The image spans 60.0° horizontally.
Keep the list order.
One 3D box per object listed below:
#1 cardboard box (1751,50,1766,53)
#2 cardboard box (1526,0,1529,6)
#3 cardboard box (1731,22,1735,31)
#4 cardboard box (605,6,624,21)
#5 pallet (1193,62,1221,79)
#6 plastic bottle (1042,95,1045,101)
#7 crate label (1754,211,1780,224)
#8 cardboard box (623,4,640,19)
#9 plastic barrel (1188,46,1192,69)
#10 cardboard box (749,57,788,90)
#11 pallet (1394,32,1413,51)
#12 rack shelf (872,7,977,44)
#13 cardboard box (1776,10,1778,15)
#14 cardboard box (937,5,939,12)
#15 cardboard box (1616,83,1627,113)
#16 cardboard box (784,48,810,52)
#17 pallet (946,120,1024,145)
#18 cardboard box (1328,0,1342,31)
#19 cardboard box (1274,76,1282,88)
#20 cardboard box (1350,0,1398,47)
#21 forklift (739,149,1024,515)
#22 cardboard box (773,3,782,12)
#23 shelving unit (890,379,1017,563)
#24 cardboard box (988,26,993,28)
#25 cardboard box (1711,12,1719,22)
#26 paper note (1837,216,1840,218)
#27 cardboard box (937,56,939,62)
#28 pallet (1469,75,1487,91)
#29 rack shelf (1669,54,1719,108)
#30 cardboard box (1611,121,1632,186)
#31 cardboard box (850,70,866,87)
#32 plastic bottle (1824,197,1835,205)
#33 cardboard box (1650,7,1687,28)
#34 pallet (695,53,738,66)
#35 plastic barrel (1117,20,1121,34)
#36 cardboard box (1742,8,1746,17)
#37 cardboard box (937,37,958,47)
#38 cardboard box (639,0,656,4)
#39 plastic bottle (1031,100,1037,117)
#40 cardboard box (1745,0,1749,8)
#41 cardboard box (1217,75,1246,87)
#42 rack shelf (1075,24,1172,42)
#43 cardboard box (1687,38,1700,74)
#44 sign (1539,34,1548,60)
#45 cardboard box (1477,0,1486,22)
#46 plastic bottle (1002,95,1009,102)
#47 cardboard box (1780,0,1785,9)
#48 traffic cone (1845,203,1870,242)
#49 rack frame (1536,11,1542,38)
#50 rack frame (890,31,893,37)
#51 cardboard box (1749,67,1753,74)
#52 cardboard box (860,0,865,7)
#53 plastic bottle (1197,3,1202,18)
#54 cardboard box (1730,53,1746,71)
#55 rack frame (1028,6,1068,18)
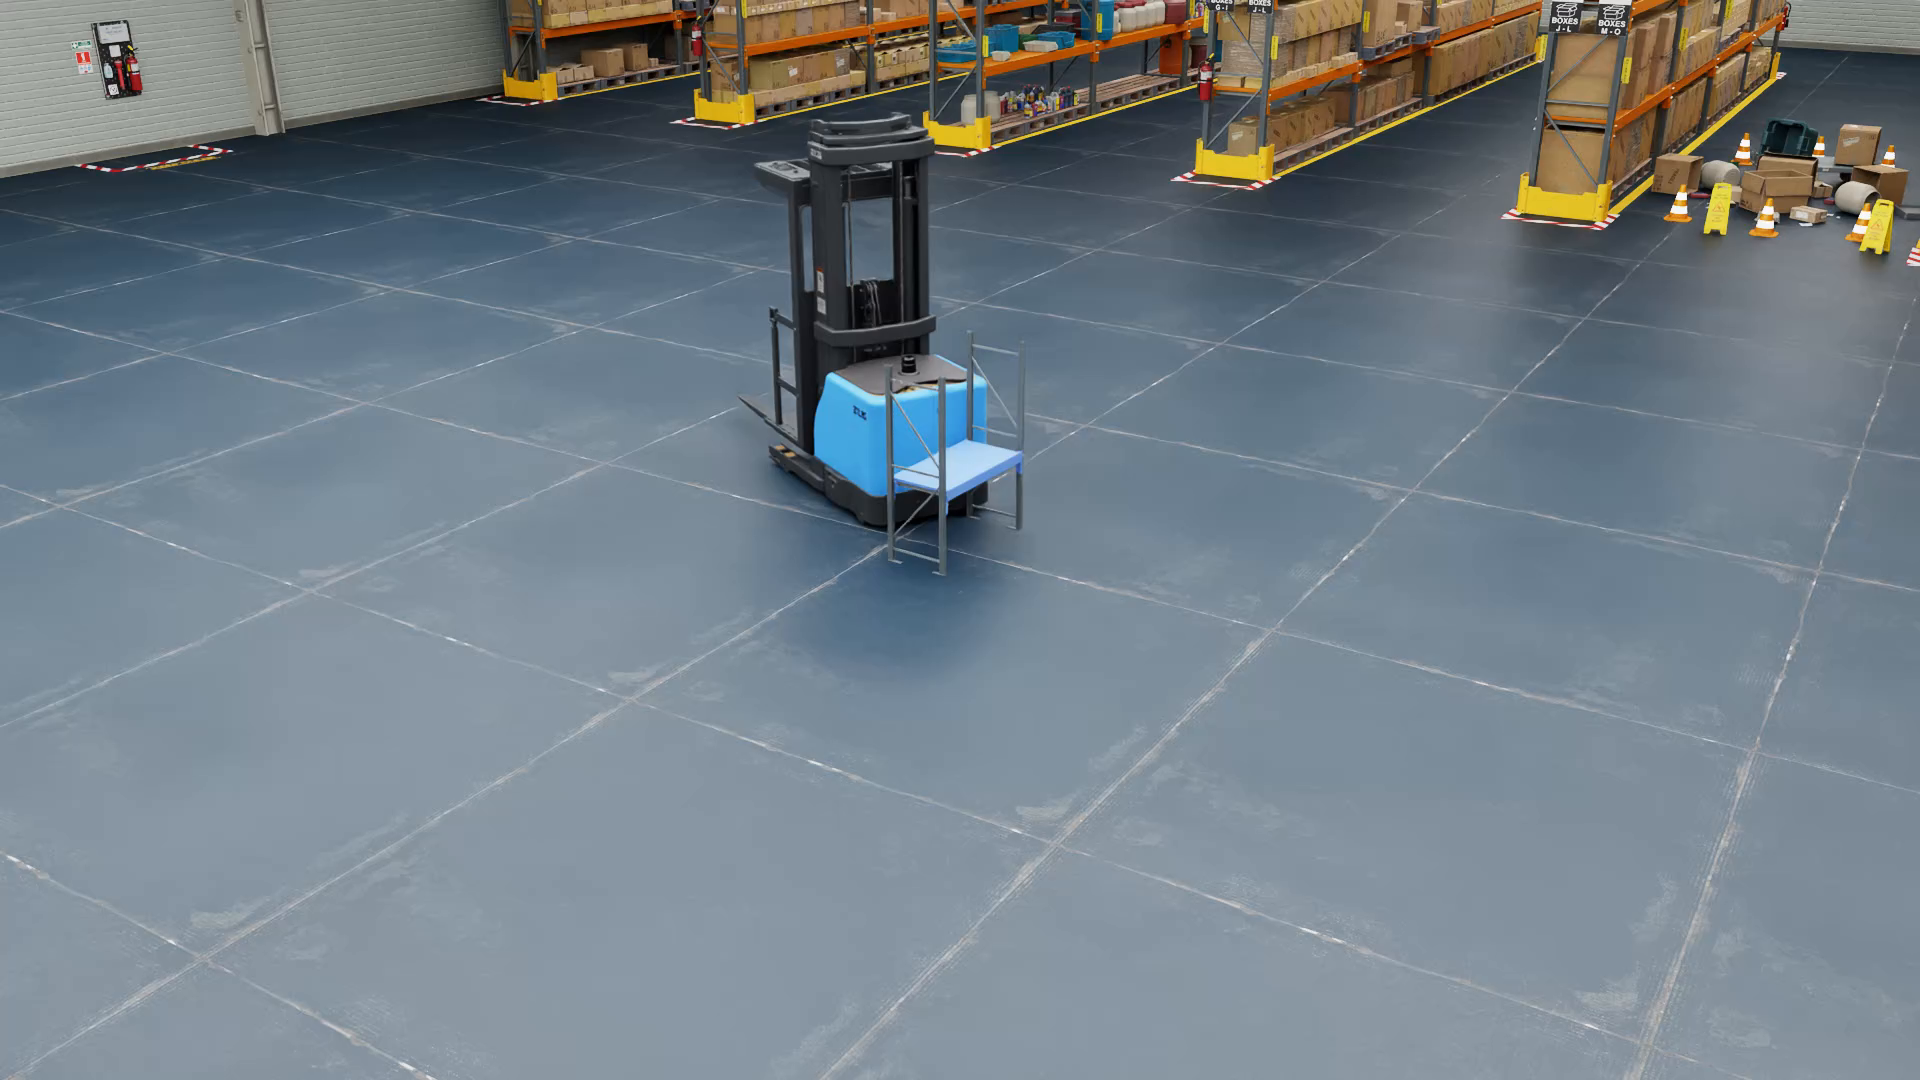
[{"bbox_3d":[16.290,-9.940,34.081,0.380,0.149,0.250,13,26,27],"label":"cardboard box"},{"bbox_3d":[12.148,-11.699,36.150,0.380,0.149,0.250,13,27,28],"label":"cardboard box"},{"bbox_3d":[13.778,-9.296,30.072,0.380,0.149,0.250,13,27,27],"label":"cardboard box"},{"bbox_3d":[4.506,-9.014,29.672,24.982,0.349,4.250,12,26,26],"label":"cardboard box"},{"bbox_3d":[5.191,-10.092,35.631,1.003,0.211,1.213,14,27,29],"label":"pallet"},{"bbox_3d":[1.510,-7.808,29.712,0.061,0.283,0.133,14,27,29],"label":"plastic bottle"},{"bbox_3d":[10.944,-4.369,22.507,0.250,0.136,0.298,1,23,2],"label":"crate label"},{"bbox_3d":[-6.875,-10.790,33.898,0.500,0.250,0.500,14,27,29],"label":"cardboard box"},{"bbox_3d":[4.632,-10.115,34.779,0.421,0.512,0.421,0,23,0],"label":"plastic barrel"},{"bbox_3d":[-3.526,-8.604,30.674,0.500,0.500,0.500,14,27,29],"label":"cardboard box"},{"bbox_3d":[7.364,-8.884,29.572,1.003,0.211,1.213,14,27,29],"label":"pallet"},{"bbox_3d":[-1.095,-10.720,34.479,1.077,0.370,4.000,14,27,29],"label":"rack shelf"},{"bbox_3d":[16.659,-10.914,34.338,0.380,0.149,0.250,14,27,29],"label":"cardboard box"},{"bbox_3d":[-0.665,-11.168,34.924,0.380,0.149,0.250,16,28,33],"label":"cardboard box"},{"bbox_3d":[8.743,-6.269,23.101,0.875,0.550,0.550,14,27,29],"label":"cardboard box"},{"bbox_3d":[-3.188,-9.222,32.101,0.500,0.500,0.500,14,27,29],"label":"cardboard box"},{"bbox_3d":[0.379,-7.015,28.525,1.003,0.211,1.213,14,27,29],"label":"pallet"},{"bbox_3d":[5.733,-8.392,26.437,0.500,0.500,0.500,14,27,29],"label":"cardboard box"},{"bbox_3d":[4.655,-6.960,25.203,0.380,0.149,0.250,14,27,29],"label":"cardboard box"},{"bbox_3d":[6.802,-9.005,28.328,1.000,1.000,1.000,14,27,29],"label":"cardboard box"},{"bbox_3d":[0.151,-5.117,19.876,10.319,3.598,15.987,-13,27,-28],"label":"forklift"},{"bbox_3d":[-3.465,-9.715,30.308,0.380,0.149,0.250,13,27,28],"label":"cardboard box"},{"bbox_3d":[-0.033,-0.641,12.180,0.475,1.308,0.991,15,28,31],"label":"shelving unit"},{"bbox_3d":[0.527,-11.320,37.551,0.500,0.500,0.500,13,27,27],"label":"cardboard box"},{"bbox_3d":[12.945,-9.042,28.736,0.380,0.149,0.250,14,27,29],"label":"cardboard box"},{"bbox_3d":[12.043,-4.425,22.796,0.032,0.001,0.123,14,27,29],"label":"paper note"},{"bbox_3d":[-0.647,-10.084,35.036,0.500,0.250,0.500,15,27,30],"label":"cardboard box"},{"bbox_3d":[10.141,-9.443,34.132,1.003,0.211,1.213,14,27,29],"label":"pallet"},{"bbox_3d":[11.479,-7.570,27.201,1.077,0.370,4.000,14,27,29],"label":"rack shelf"},{"bbox_3d":[9.078,-5.633,23.967,0.875,0.875,0.875,13,27,28],"label":"cardboard box"},{"bbox_3d":[-2.209,-9.104,32.773,0.500,0.250,0.500,14,27,29],"label":"cardboard box"},{"bbox_3d":[12.409,-4.831,23.667,0.133,0.061,0.283,20,30,38],"label":"plastic bottle"},{"bbox_3d":[10.951,-8.072,26.072,0.700,0.500,0.500,13,27,28],"label":"cardboard box"},{"bbox_3d":[-5.308,-10.809,37.289,1.003,0.211,1.213,14,27,29],"label":"pallet"},{"bbox_3d":[2.885,-9.687,31.361,0.301,0.262,0.301,0,23,0],"label":"plastic barrel"},{"bbox_3d":[14.331,-9.791,30.840,0.380,0.149,0.250,15,28,31],"label":"cardboard box"},{"bbox_3d":[-0.376,-10.509,35.311,0.500,0.311,0.500,13,27,28],"label":"cardboard box"},{"bbox_3d":[-6.606,-11.303,34.139,0.500,0.500,0.500,14,27,29],"label":"cardboard box"},{"bbox_3d":[1.302,-7.561,29.140,0.061,0.283,0.133,14,27,30],"label":"plastic bottle"},{"bbox_3d":[14.457,-10.008,30.967,0.380,0.149,0.250,13,27,27],"label":"cardboard box"},{"bbox_3d":[4.129,-6.972,25.232,0.380,0.149,0.250,14,27,29],"label":"cardboard box"},{"bbox_3d":[-0.042,-11.517,35.983,10.826,0.052,7.809,14,27,29],"label":"rack shelf"},{"bbox_3d":[11.462,-7.731,26.541,0.500,0.500,0.500,14,27,29],"label":"cardboard box"},{"bbox_3d":[7.861,-6.633,22.377,0.100,0.325,0.005,14,27,29],"label":"sign"},{"bbox_3d":[10.202,-10.664,33.317,0.500,0.500,0.500,15,27,31],"label":"cardboard box"},{"bbox_3d":[0.772,-7.776,29.647,0.152,0.276,0.135,13,27,28],"label":"plastic bottle"},{"bbox_3d":[16.736,-11.252,34.301,0.500,0.500,0.500,14,27,30],"label":"cardboard box"},{"bbox_3d":[11.704,-4.123,21.527,0.336,0.463,0.334,14,27,29],"label":"traffic cone"},{"bbox_3d":[12.594,-12.348,37.334,1.000,3.000,0.127,14,27,29],"label":"rack frame"},{"bbox_3d":[-2.141,-14.112,41.409,1.000,3.000,0.127,14,27,29],"label":"rack frame"},{"bbox_3d":[15.572,-9.373,33.148,0.380,0.149,0.250,15,28,31],"label":"cardboard box"},{"bbox_3d":[-2.839,-12.771,40.489,0.750,0.750,0.750,15,27,31],"label":"cardboard box"},{"bbox_3d":[4.881,-10.812,33.933,0.061,0.283,0.133,14,27,29],"label":"plastic bottle"},{"bbox_3d":[14.466,-9.010,31.297,0.500,0.250,0.500,13,27,28],"label":"cardboard box"},{"bbox_3d":[2.070,-13.076,39.014,1.000,3.000,0.127,14,27,29],"label":"rack frame"}]
